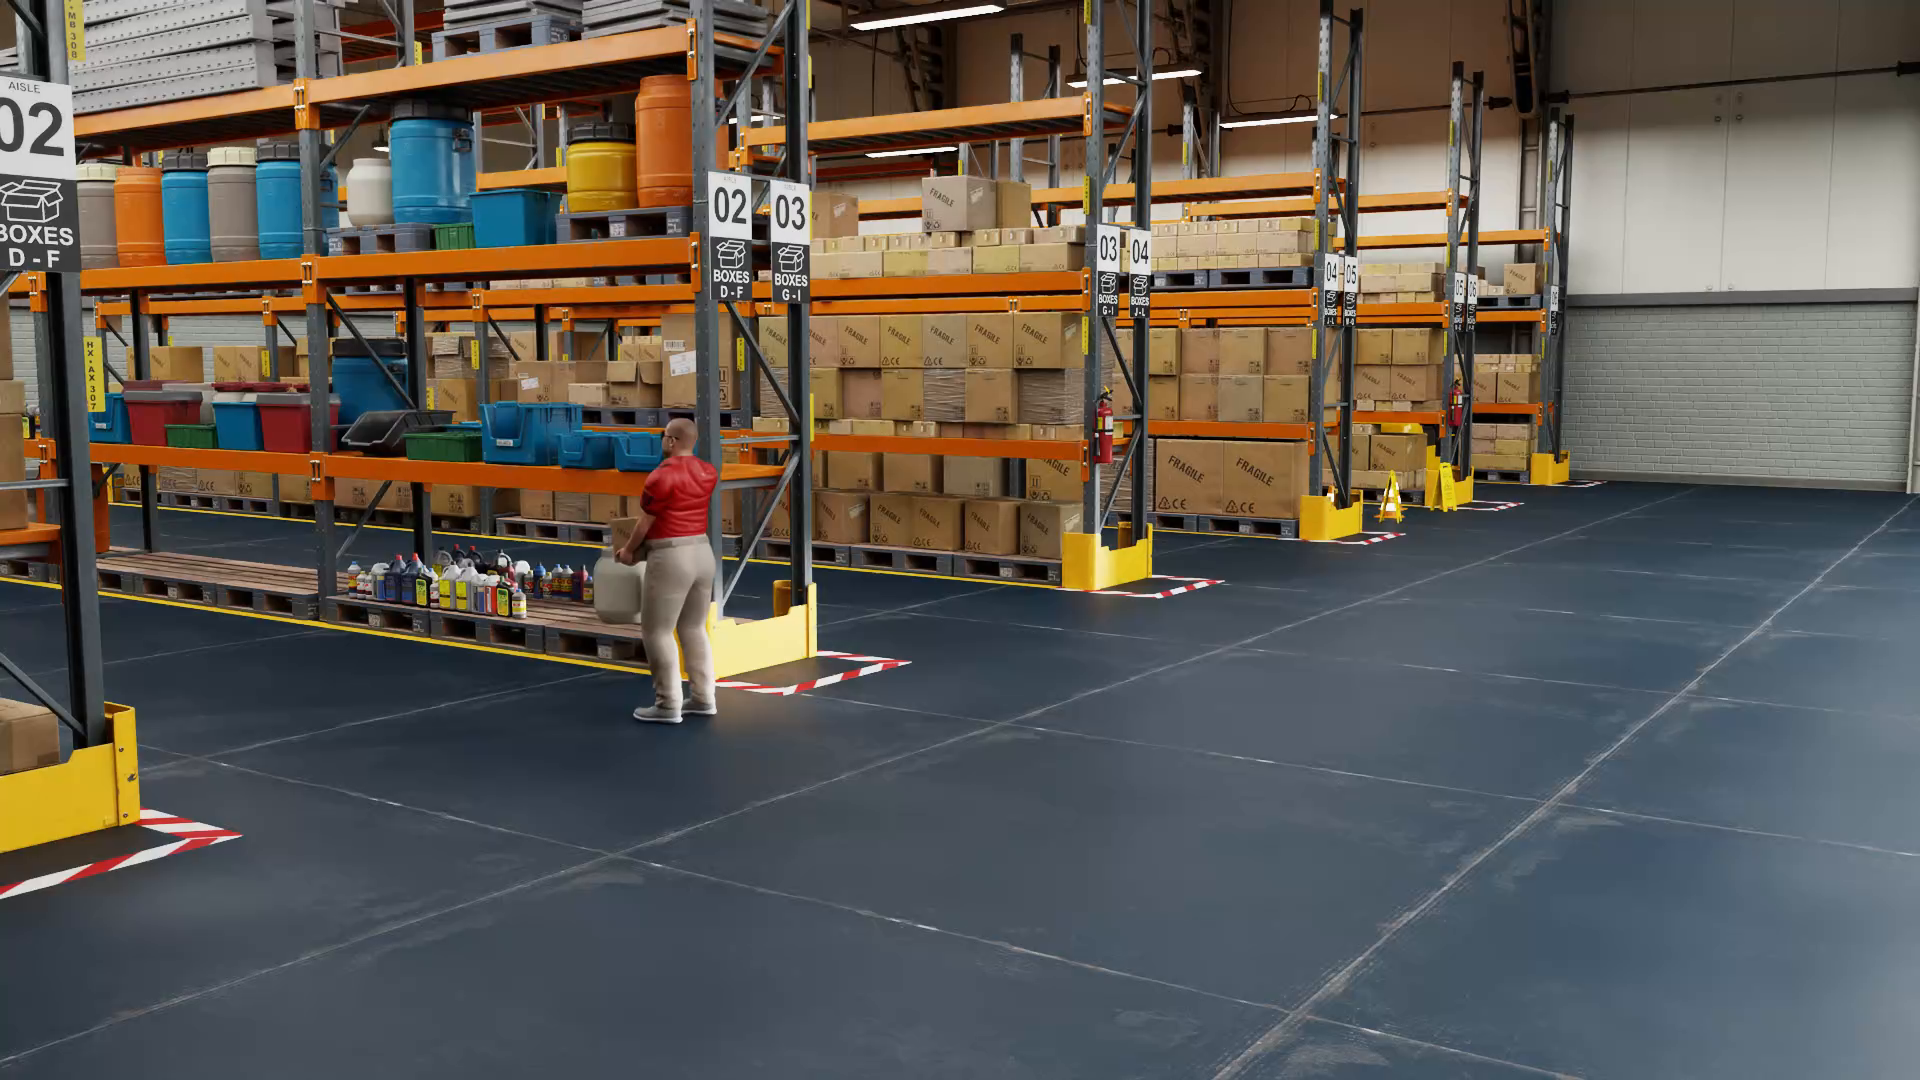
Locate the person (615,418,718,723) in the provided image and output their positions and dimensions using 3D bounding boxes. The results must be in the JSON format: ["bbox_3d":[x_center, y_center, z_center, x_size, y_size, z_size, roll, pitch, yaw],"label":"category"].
[{"bbox_3d":[-1.680,0.160,9.439,0.536,1.713,0.494,4,8,34],"label":"person"}]
